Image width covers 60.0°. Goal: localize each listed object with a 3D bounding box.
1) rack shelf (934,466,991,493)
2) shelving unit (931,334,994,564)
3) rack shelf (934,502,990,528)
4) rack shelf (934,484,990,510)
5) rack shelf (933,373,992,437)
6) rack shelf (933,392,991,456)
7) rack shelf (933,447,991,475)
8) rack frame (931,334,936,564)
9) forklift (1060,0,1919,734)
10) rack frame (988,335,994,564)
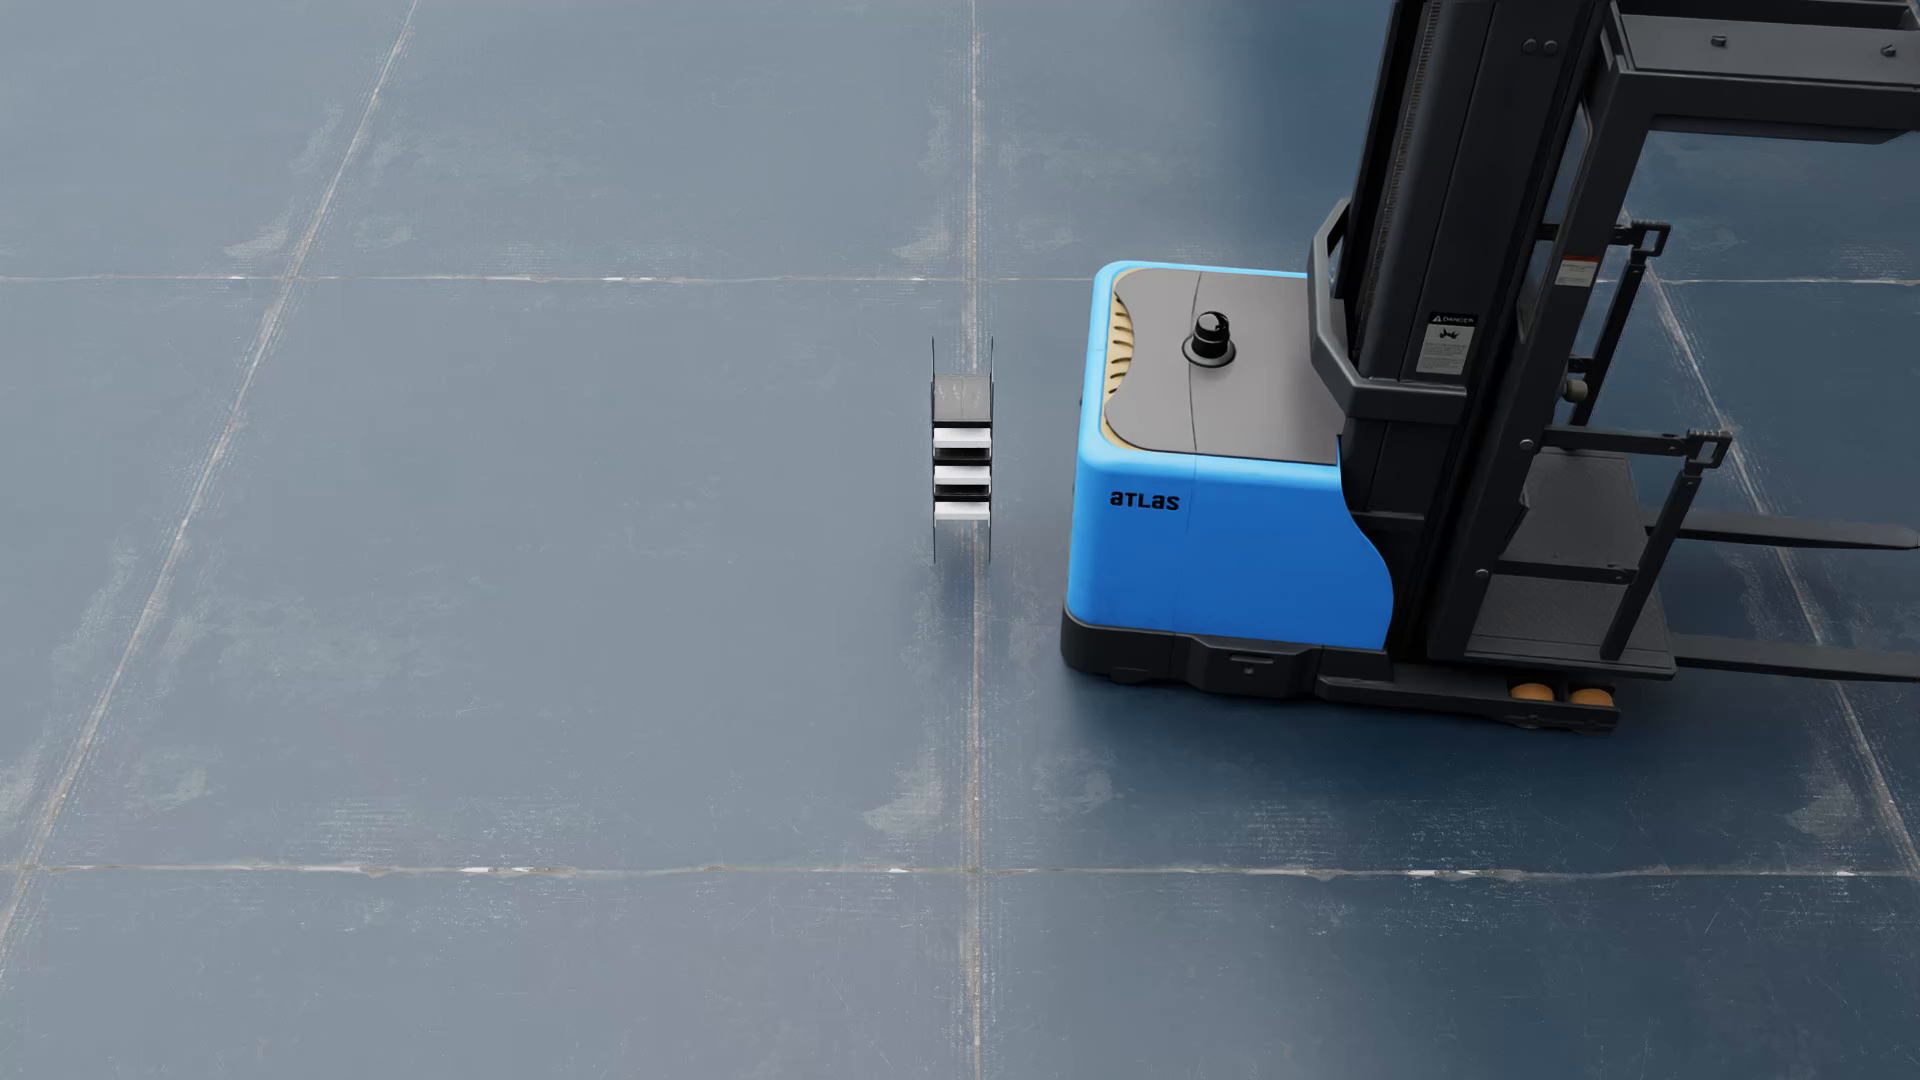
[{"bbox_3d":[0.008,-0.284,5.945,0.200,0.077,0.258,0,47,0],"label":"rack shelf"},{"bbox_3d":[0.008,-0.307,5.921,0.210,0.900,0.258,0,47,0],"label":"shelving unit"},{"bbox_3d":[0.008,-0.161,6.077,0.200,0.077,0.258,0,47,0],"label":"rack shelf"},{"bbox_3d":[0.008,-0.223,6.011,0.200,0.077,0.258,0,47,0],"label":"rack shelf"},{"bbox_3d":[0.008,-0.468,5.747,0.200,0.077,0.258,0,47,0],"label":"rack shelf"},{"bbox_3d":[0.008,-0.406,5.813,0.200,0.077,0.258,0,47,0],"label":"rack shelf"},{"bbox_3d":[0.008,-0.345,5.879,0.200,0.077,0.258,0,47,0],"label":"rack shelf"},{"bbox_3d":[-0.094,-0.307,5.921,0.006,0.900,0.240,0,47,0],"label":"rack frame"},{"bbox_3d":[1.903,-0.756,4.951,3.031,2.935,1.130,5,47,5],"label":"forklift"},{"bbox_3d":[0.110,-0.306,5.920,0.006,0.900,0.240,0,47,0],"label":"rack frame"}]
